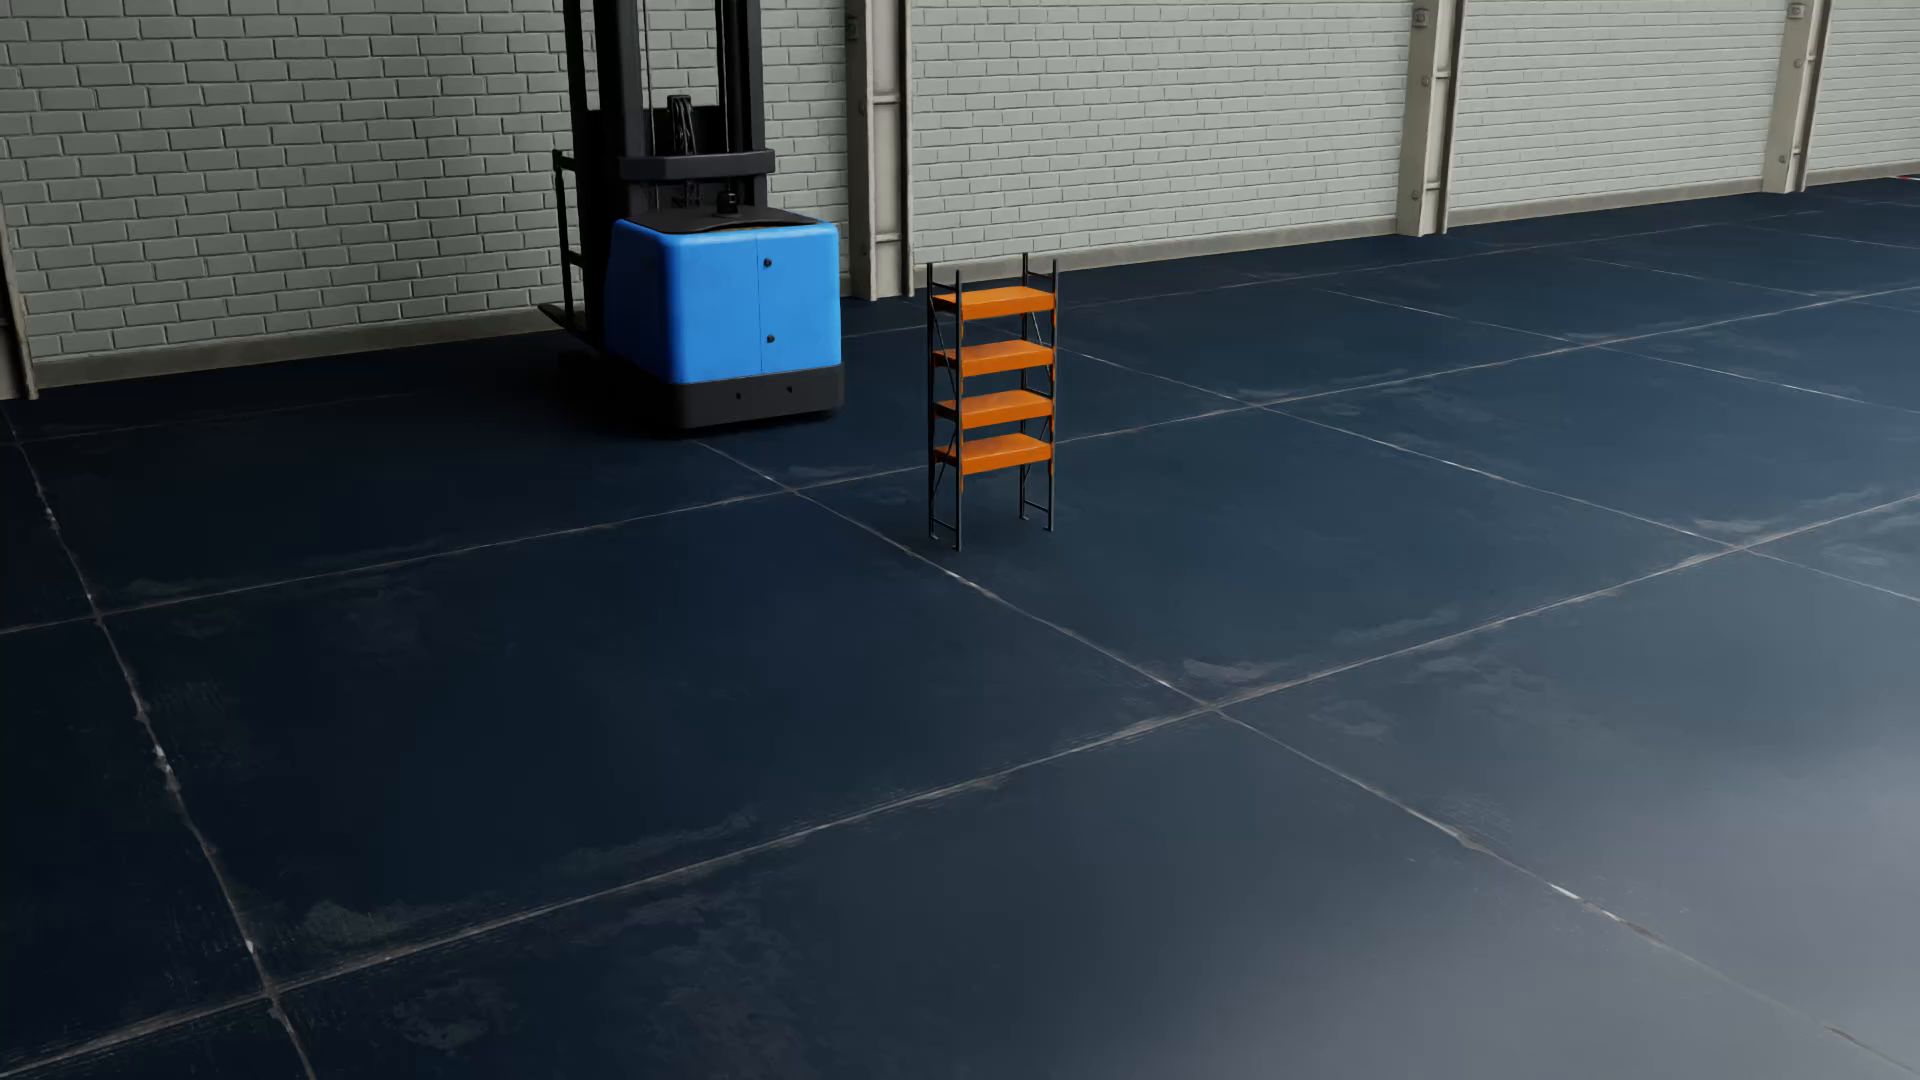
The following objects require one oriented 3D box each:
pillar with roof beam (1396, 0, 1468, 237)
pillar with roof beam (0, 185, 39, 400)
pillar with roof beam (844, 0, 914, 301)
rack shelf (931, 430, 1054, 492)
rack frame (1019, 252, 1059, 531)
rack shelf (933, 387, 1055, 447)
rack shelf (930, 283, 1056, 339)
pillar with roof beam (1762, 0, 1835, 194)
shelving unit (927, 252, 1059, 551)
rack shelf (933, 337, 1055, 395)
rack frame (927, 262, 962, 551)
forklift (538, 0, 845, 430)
[{"bbox_3d":[6.781,-6.053,11.099,0.400,9.000,9.100,-12,22,-31],"label":"pillar with roof beam"},{"bbox_3d":[-3.241,-3.939,4.847,0.400,9.000,9.100,-12,22,-31],"label":"pillar with roof beam"},{"bbox_3d":[1.770,-4.996,7.973,0.400,9.000,9.100,-12,22,-31],"label":"pillar with roof beam"},{"bbox_3d":[0.138,-0.346,7.224,0.480,0.148,0.258,-12,22,-31],"label":"rack shelf"},{"bbox_3d":[0.342,-0.641,7.266,0.015,1.200,0.240,-12,22,-31],"label":"rack frame"},{"bbox_3d":[0.138,-0.534,7.160,0.480,0.148,0.258,-12,22,-31],"label":"rack shelf"},{"bbox_3d":[0.138,-0.970,7.013,0.480,0.148,0.258,-12,22,-31],"label":"rack shelf"},{"bbox_3d":[11.792,-7.110,14.225,0.400,9.000,9.100,-12,22,-31],"label":"pillar with roof beam"},{"bbox_3d":[0.138,-0.598,7.139,0.503,1.200,0.258,-12,22,-31],"label":"shelving unit"},{"bbox_3d":[0.138,-0.746,7.089,0.480,0.148,0.258,-12,22,-31],"label":"rack shelf"},{"bbox_3d":[-0.066,-0.555,7.012,0.015,1.200,0.240,-12,22,-31],"label":"rack frame"},{"bbox_3d":[-1.808,-2.397,9.758,1.130,2.935,3.031,-10,21,-28],"label":"forklift"}]
